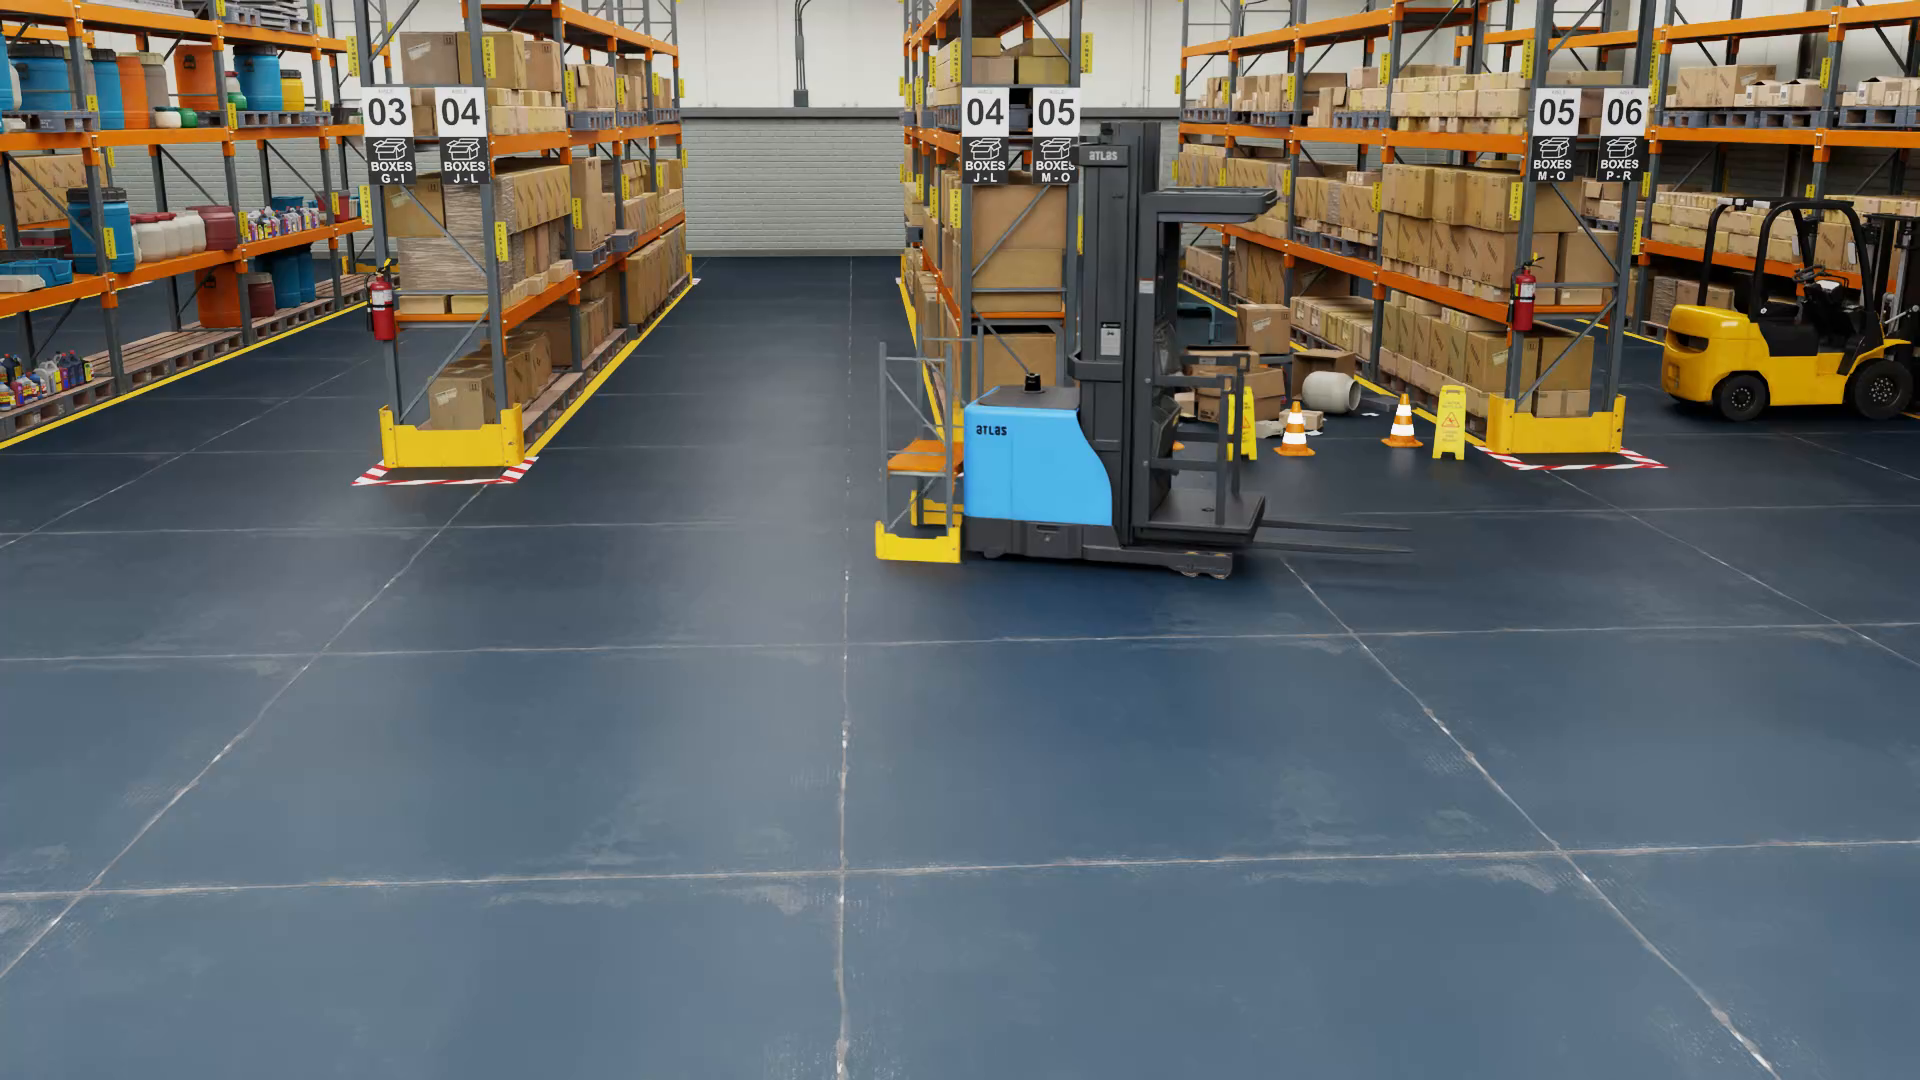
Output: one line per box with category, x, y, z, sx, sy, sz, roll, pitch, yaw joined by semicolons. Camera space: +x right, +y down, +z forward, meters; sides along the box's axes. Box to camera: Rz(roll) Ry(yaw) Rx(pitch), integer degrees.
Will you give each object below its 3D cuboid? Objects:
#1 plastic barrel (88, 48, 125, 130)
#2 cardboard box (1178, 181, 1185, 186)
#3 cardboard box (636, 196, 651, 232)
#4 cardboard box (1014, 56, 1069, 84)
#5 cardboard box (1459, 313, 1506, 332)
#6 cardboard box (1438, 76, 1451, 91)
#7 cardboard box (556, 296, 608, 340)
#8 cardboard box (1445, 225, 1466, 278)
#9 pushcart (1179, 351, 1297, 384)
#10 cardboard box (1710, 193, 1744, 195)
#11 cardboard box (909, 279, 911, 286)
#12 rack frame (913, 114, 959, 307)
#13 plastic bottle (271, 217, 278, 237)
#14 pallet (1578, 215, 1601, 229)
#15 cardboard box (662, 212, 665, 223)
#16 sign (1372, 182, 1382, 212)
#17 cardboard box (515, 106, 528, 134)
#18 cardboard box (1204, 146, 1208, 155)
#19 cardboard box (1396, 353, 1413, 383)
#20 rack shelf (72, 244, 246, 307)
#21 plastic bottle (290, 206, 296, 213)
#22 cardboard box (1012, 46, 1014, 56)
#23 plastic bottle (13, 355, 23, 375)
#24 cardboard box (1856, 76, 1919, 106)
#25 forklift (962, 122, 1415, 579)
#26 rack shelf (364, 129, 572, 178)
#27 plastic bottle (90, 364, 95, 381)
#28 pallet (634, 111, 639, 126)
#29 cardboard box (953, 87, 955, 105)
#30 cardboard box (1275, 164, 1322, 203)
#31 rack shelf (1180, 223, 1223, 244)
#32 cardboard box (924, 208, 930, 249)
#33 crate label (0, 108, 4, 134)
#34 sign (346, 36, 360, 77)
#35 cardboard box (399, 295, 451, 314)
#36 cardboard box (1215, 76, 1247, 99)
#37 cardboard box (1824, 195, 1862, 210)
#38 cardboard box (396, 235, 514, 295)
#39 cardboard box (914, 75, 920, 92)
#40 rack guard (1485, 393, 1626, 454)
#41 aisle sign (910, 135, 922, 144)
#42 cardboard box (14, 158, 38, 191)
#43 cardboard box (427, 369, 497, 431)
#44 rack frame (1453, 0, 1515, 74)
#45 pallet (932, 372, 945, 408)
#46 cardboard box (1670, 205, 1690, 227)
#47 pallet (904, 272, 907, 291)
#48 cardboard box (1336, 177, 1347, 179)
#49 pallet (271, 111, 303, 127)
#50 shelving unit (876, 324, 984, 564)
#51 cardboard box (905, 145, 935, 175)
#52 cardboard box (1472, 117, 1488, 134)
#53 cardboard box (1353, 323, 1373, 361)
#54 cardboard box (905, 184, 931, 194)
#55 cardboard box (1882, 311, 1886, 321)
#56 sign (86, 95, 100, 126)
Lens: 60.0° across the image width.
plastic barrel;-9.968;-5.176;19.098;0.600;0.901;0.708;-1;14;-3
cardboard box;4.195;-6.171;29.788;0.500;0.500;0.500;-1;14;-4
cardboard box;-4.826;-4.781;24.389;0.500;0.500;0.500;-1;14;-4
cardboard box;0.735;-4.065;14.447;0.500;0.250;0.500;-1;14;-4
cardboard box;5.044;-2.101;16.042;0.380;0.149;0.250;0;14;-2
cardboard box;5.025;-4.572;16.661;0.380;0.149;0.250;-1;14;-4
cardboard box;-4.835;-2.802;21.029;0.700;0.500;0.500;-2;15;-8
cardboard box;5.081;-2.839;16.243;0.500;0.500;0.500;-1;14;-4
pushcart;2.923;-1.944;18.824;1.648;0.377;0.936;-6;16;-23
cardboard box;10.251;-4.555;22.209;0.380;0.149;0.250;-1;14;-2
cardboard box;-0.663;-4.322;27.683;0.380;0.149;0.250;-1;14;-4
rack frame;-0.234;-5.150;26.021;1.000;3.000;0.127;-1;14;-3
plastic bottle;-9.642;-4.394;23.341;0.097;0.271;0.097;0;14;0
pallet;9.777;-4.724;24.754;1.003;0.211;1.213;-1;14;-3
cardboard box;-4.894;-5.120;26.412;0.380;0.149;0.250;-1;14;-5
sign;4.642;-3.813;18.502;0.100;0.325;0.005;-1;14;-3
cardboard box;-4.284;-3.869;15.325;0.500;0.250;0.500;-1;14;-4
cardboard box;4.317;-6.549;27.952;0.380;0.149;0.250;-1;14;-3
cardboard box;5.007;-1.850;17.871;0.500;0.250;0.500;0;14;0
rack shelf;-9.763;-3.181;19.814;1.077;0.370;4.000;-1;14;-3
plastic bottle;-9.895;-4.772;24.652;0.144;0.351;0.185;-1;14;-3
cardboard box;0.697;-4.665;15.979;0.380;0.149;0.250;-1;14;-3
plastic bottle;-10.057;-1.838;17.742;0.097;0.271;0.097;0;14;0
cardboard box;9.958;-4.790;17.738;0.500;0.311;0.500;-1;14;-2
forklift;1.586;-1.308;11.229;3.031;2.935;1.130;4;15;15
rack shelf;-4.572;-3.715;15.871;1.077;0.370;4.000;-1;14;-3
plastic bottle;-9.305;-1.804;17.753;0.097;0.201;0.097;0;14;0
pallet;-5.108;-5.902;23.304;1.003;0.211;1.213;0;14;-1
cardboard box;0.135;-3.888;14.559;0.380;0.149;0.250;-1;14;-3
cardboard box;4.655;-4.913;22.896;0.500;0.500;0.500;-1;14;-5
rack shelf;4.576;-5.400;28.438;1.077;0.370;4.000;-1;14;-3
cardboard box;-0.194;-3.961;21.200;0.500;0.500;0.500;-1;14;-4
crate label;-9.177;-3.889;15.398;0.502;0.251;0.408;-1;14;-3
sign;-5.003;-3.992;13.724;0.100;0.325;0.005;-1;14;-3
cardboard box;-4.671;-2.060;14.516;0.380;0.149;0.250;-1;14;-3
cardboard box;4.584;-7.340;27.266;0.797;0.503;0.637;0;14;1
cardboard box;9.873;-3.762;18.528;0.380;0.149;0.250;-1;14;-2
cardboard box;-4.454;-2.443;14.705;0.875;0.500;0.500;-1;14;-3
cardboard box;-0.270;-6.469;24.081;0.797;0.503;0.637;-1;14;-4
rack guard;5.439;-1.075;15.201;1.175;0.500;0.348;-1;14;-3
aisle sign;-0.786;-7.417;29.616;0.394;0.787;0.004;-1;14;-3
cardboard box;-14.859;-5.729;26.064;0.500;0.500;0.500;-1;14;-5
cardboard box;-4.470;-1.262;15.085;0.500;0.500;0.500;2;15;7
rack frame;9.406;-9.229;29.836;1.000;3.000;0.127;-1;14;-3
pallet;0.230;-1.619;17.896;1.003;0.211;1.213;-1;14;-3
cardboard box;9.715;-4.265;21.879;0.500;0.250;0.500;0;14;-2
pallet;-0.462;-4.572;29.374;1.003;0.211;1.213;-1;14;-3
cardboard box;5.253;-4.543;22.025;0.500;0.500;0.500;-1;14;-5
pallet;-9.915;-5.907;23.326;1.003;0.211;1.213;-1;14;-3
shelving unit;-0.182;-0.711;11.781;0.587;1.500;1.083;3;15;12
cardboard box;-0.672;-6.450;28.272;0.500;0.500;0.500;-1;14;-5
cardboard box;5.099;-3.935;15.786;0.380;0.149;0.250;-1;14;-4
cardboard box;5.161;-2.323;19.465;0.950;0.372;0.625;-1;14;-3
cardboard box;-0.619;-5.219;24.759;0.380;0.149;0.250;-1;14;-4
cardboard box;9.930;-2.319;17.688;0.500;0.250;0.500;0;14;-2
sign;-9.089;-4.495;17.438;0.100;0.325;0.005;-1;14;-3
